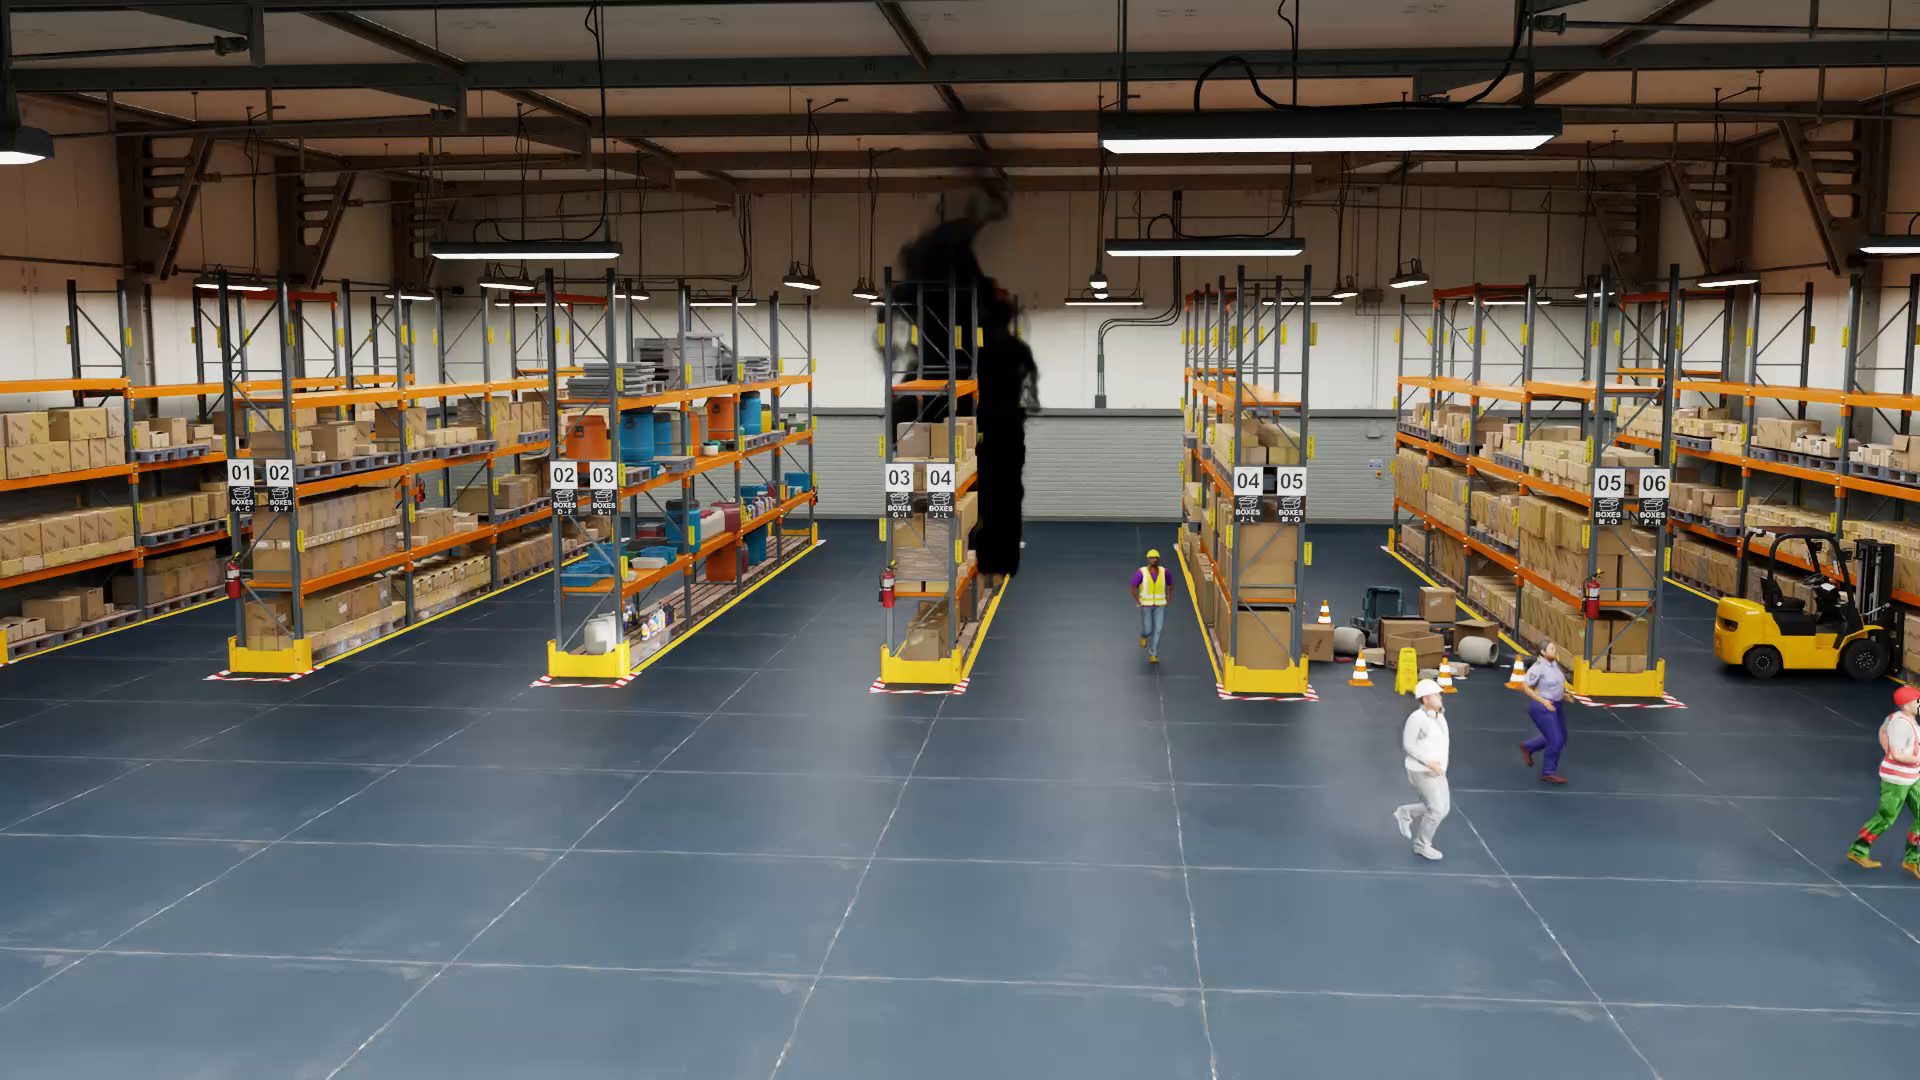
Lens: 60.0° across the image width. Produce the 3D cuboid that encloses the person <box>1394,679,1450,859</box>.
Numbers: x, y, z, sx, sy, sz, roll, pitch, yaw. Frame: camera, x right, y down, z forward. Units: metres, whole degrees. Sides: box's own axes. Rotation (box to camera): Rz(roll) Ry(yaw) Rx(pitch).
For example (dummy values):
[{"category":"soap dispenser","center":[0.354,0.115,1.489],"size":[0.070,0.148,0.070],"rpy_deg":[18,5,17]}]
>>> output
[{"category":"person","center":[4.482,2.196,16.146],"size":[0.600,1.727,0.690],"rpy_deg":[6,9,39]}]

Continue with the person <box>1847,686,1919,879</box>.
[{"category":"person","center":[8.705,2.256,15.409],"size":[0.637,1.836,0.788],"rpy_deg":[-7,10,-44]}]

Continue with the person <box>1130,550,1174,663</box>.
[{"category":"person","center":[3.001,1.013,25.855],"size":[0.700,1.738,0.801],"rpy_deg":[0,7,-3]}]

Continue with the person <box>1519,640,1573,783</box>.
[{"category":"person","center":[6.626,1.923,18.894],"size":[0.611,1.598,0.664],"rpy_deg":[-6,9,-42]}]
